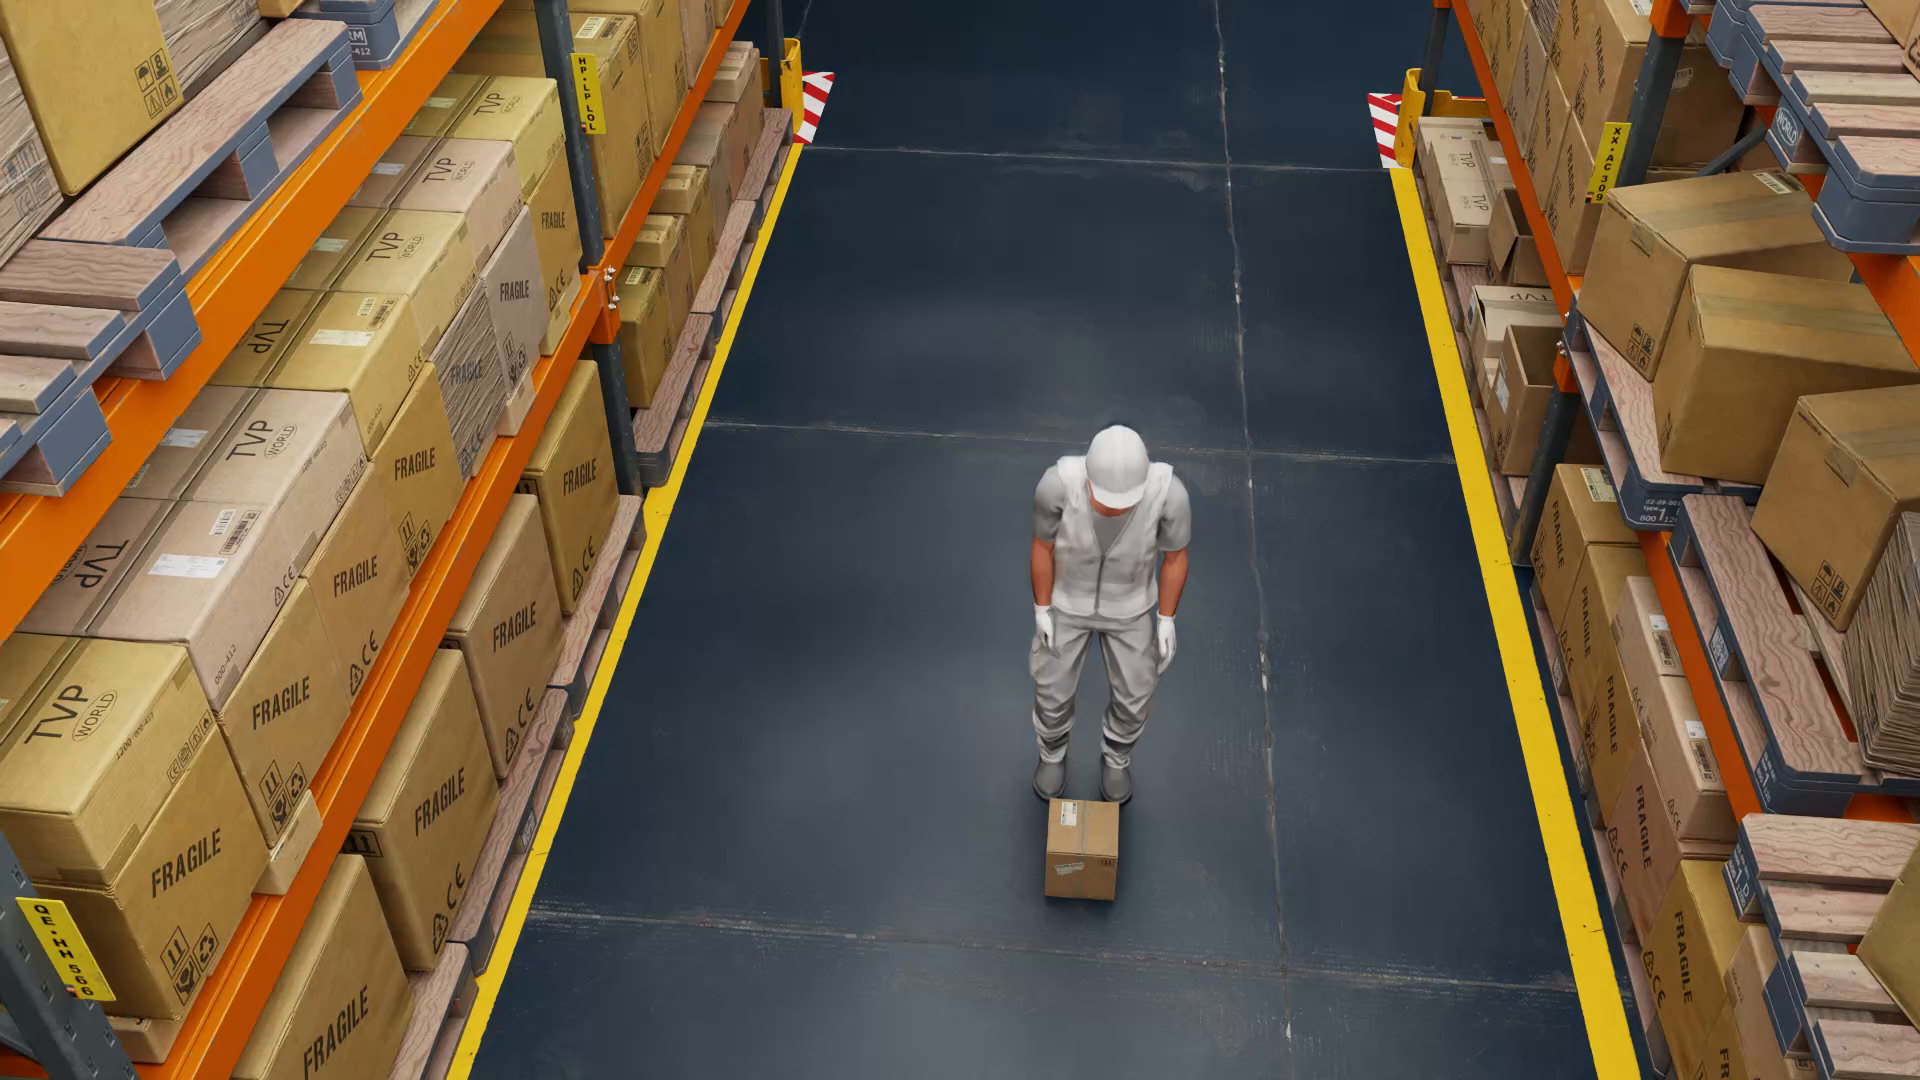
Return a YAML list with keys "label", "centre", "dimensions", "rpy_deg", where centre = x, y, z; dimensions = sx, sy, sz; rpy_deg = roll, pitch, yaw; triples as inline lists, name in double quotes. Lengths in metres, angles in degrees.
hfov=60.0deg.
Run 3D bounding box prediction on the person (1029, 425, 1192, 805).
- label: "person"
  centre: [0.512, 0.263, 5.873]
  dimensions: [0.547, 1.724, 0.477]
  rpy_deg: [4, 40, 5]
